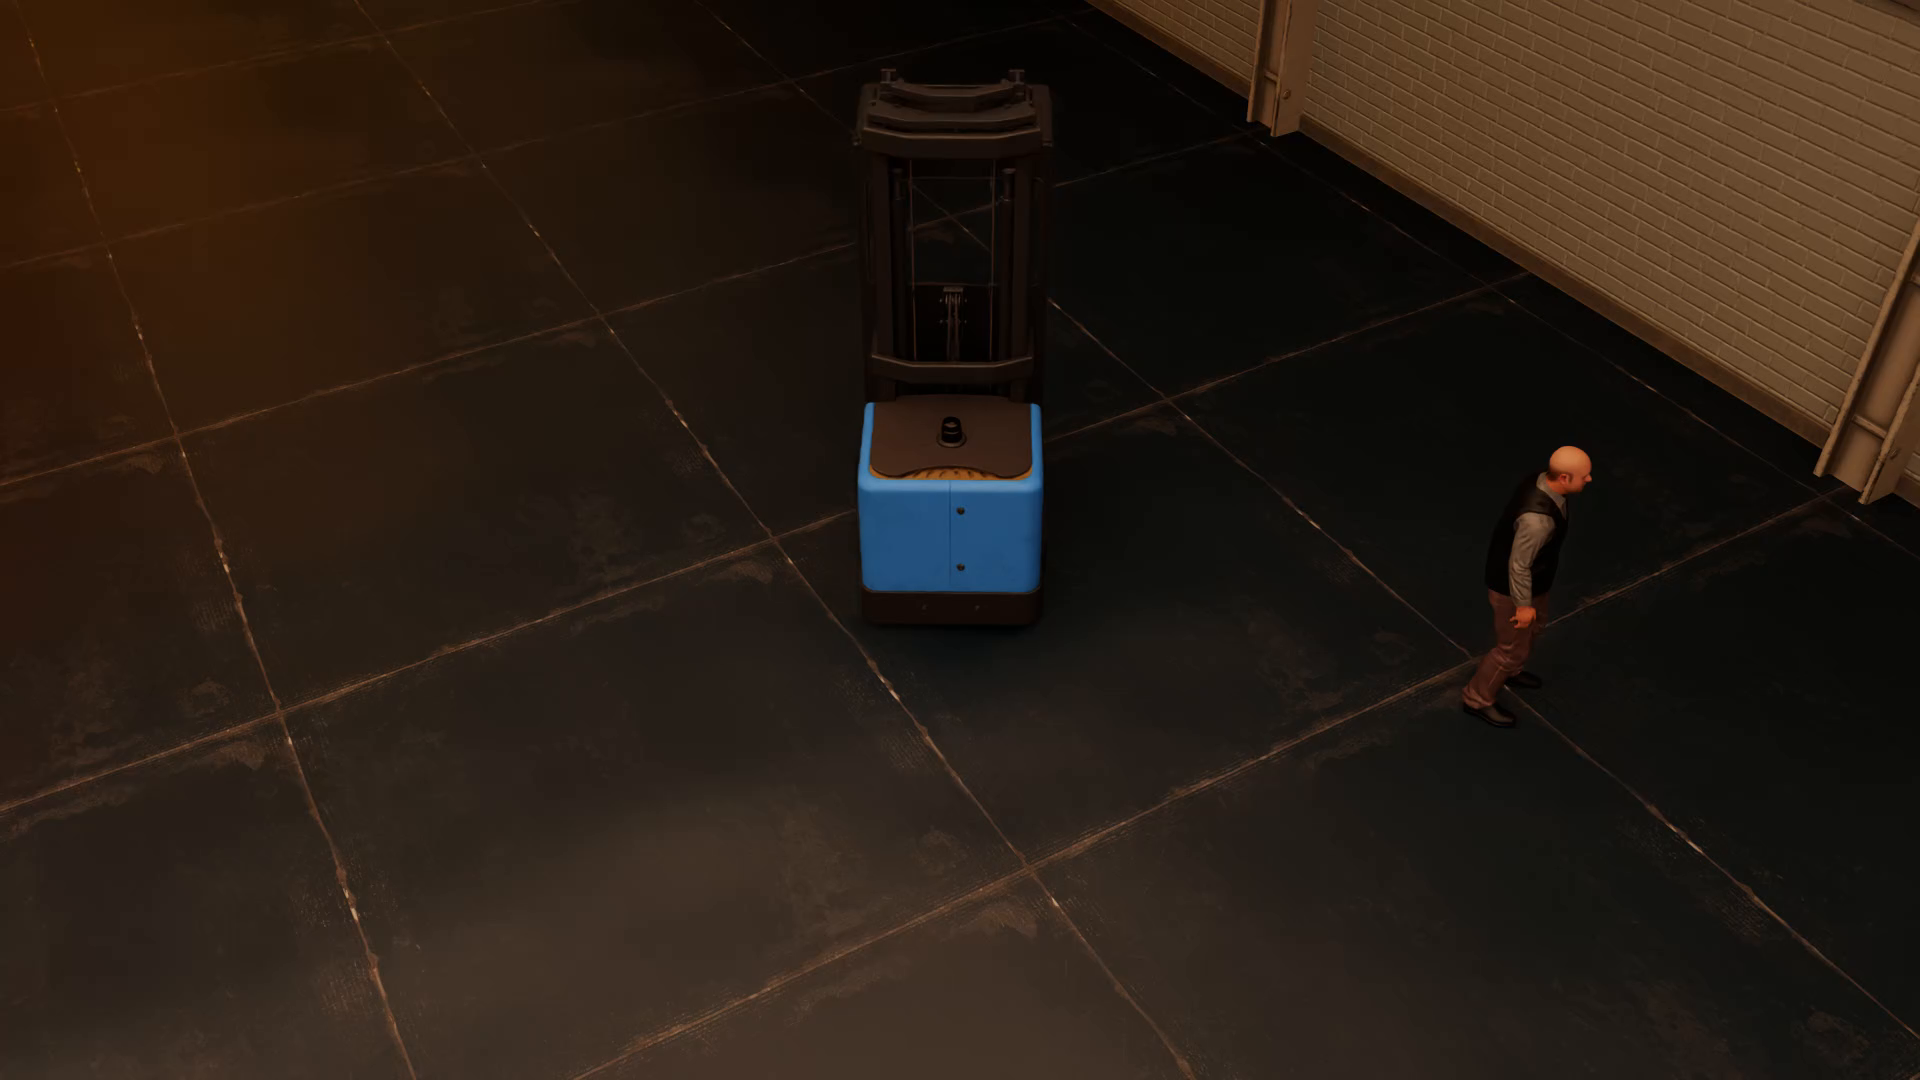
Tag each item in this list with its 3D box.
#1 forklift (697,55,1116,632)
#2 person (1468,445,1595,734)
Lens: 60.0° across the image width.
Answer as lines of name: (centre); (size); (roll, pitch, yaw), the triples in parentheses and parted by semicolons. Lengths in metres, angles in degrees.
forklift: (-0.481, -1.438, 9.769); (1.130, 2.935, 3.031); (-32, 49, -32)
person: (2.958, 0.246, 8.771); (0.424, 1.615, 0.561); (16, 42, 18)
